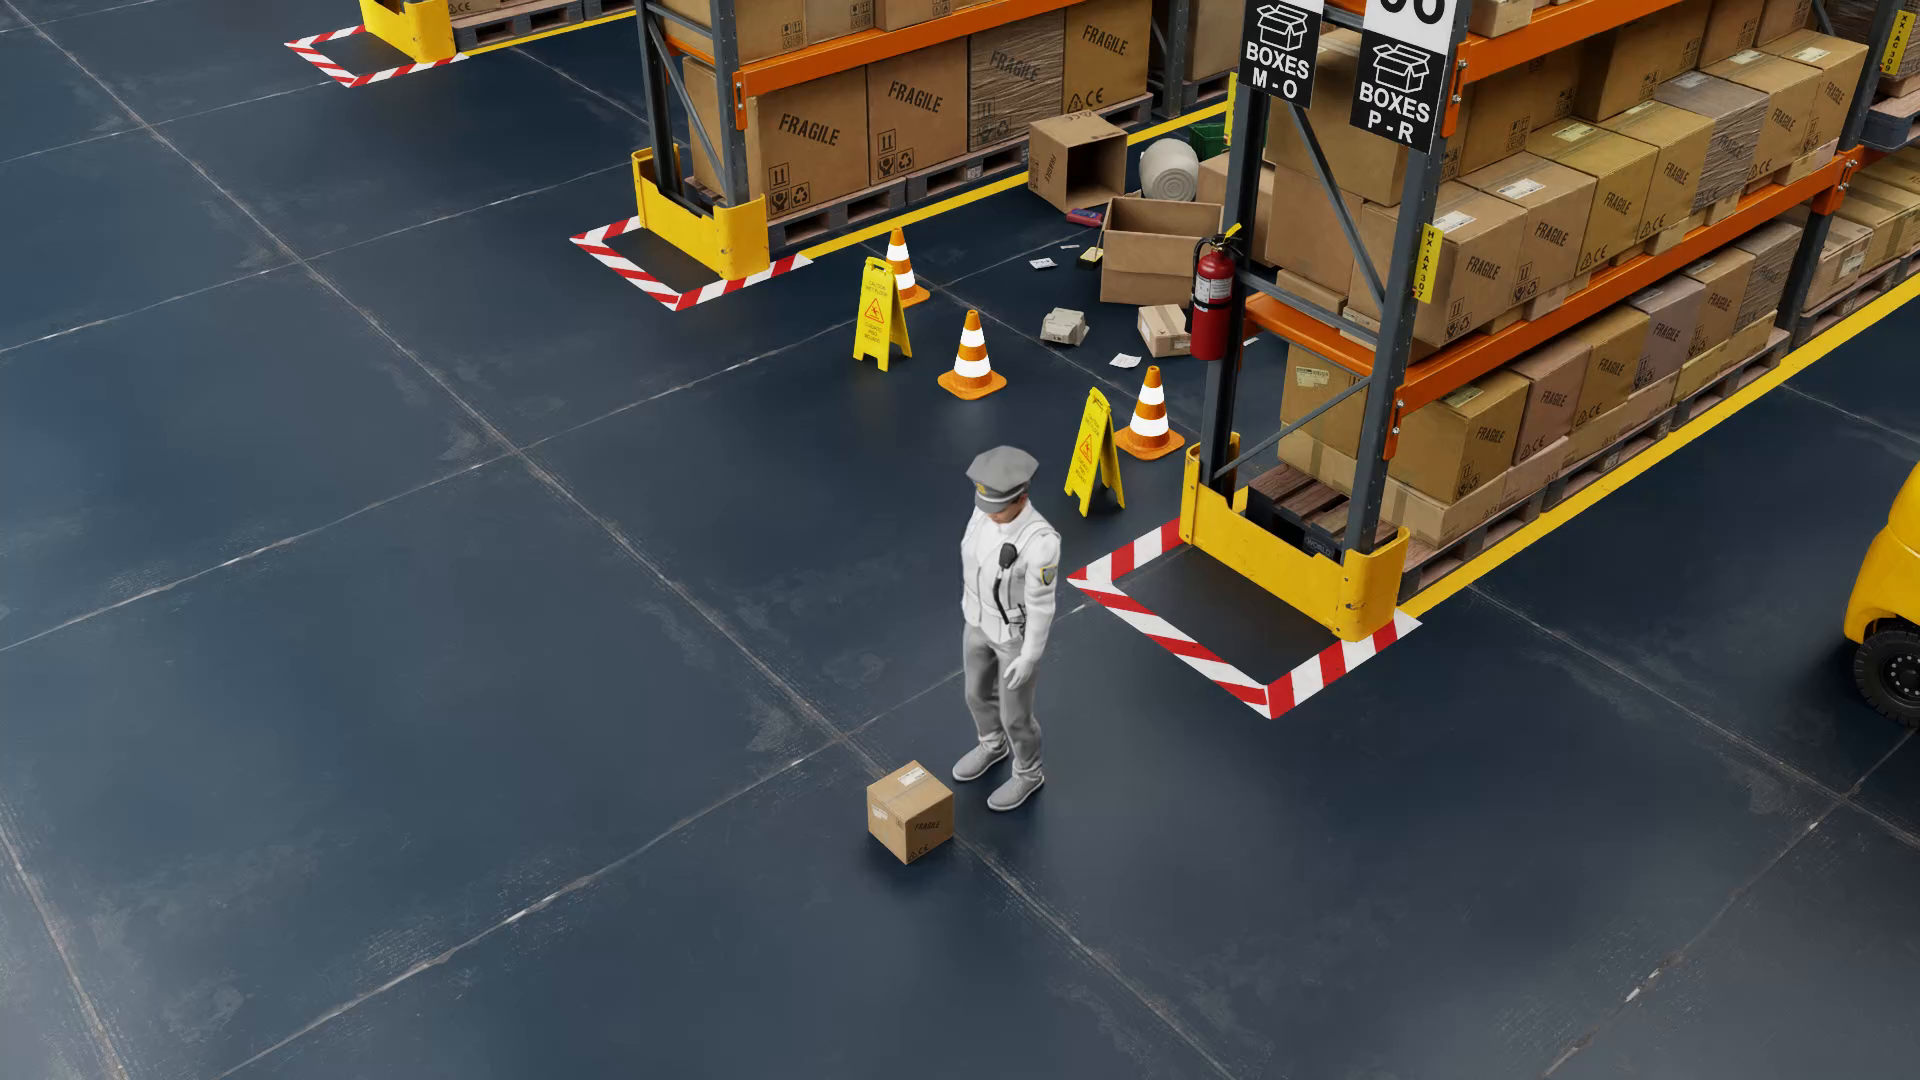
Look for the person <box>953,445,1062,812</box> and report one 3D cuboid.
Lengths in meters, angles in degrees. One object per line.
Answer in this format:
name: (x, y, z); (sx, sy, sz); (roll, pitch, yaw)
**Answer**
person: (0.186, 0.368, 6.582); (0.327, 1.661, 0.474); (-25, 43, -31)
